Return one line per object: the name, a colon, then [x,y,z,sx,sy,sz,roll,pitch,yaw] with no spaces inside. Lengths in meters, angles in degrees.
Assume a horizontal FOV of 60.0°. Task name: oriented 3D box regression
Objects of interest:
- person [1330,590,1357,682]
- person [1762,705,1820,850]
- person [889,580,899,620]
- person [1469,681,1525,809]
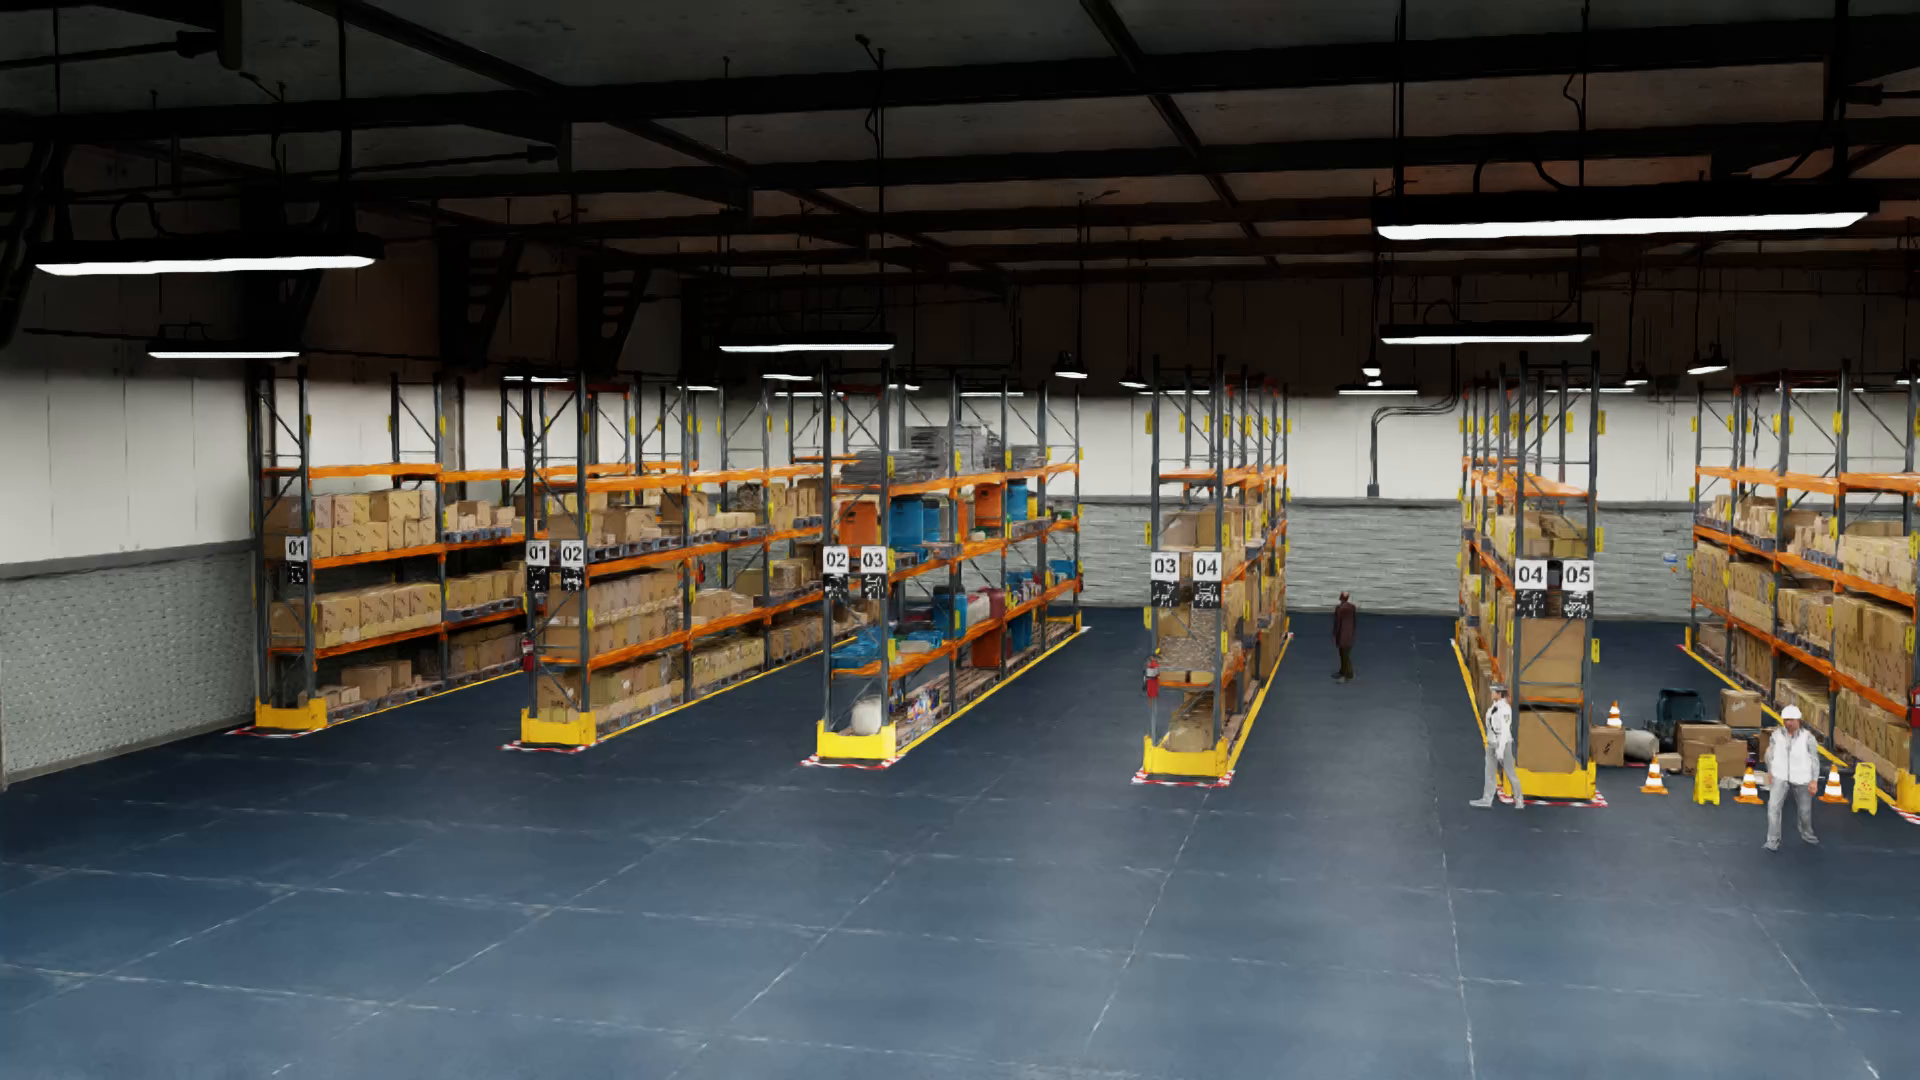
person: [7.482,1.855,32.514,0.630,1.773,0.678,4,5,44]
person: [9.845,2.794,19.652,0.572,1.725,0.961,3,5,36]
person: [-1.689,1.202,42.721,0.618,1.719,0.522,-3,5,-35]
person: [7.047,2.672,21.782,0.641,1.662,0.650,0,4,-6]
